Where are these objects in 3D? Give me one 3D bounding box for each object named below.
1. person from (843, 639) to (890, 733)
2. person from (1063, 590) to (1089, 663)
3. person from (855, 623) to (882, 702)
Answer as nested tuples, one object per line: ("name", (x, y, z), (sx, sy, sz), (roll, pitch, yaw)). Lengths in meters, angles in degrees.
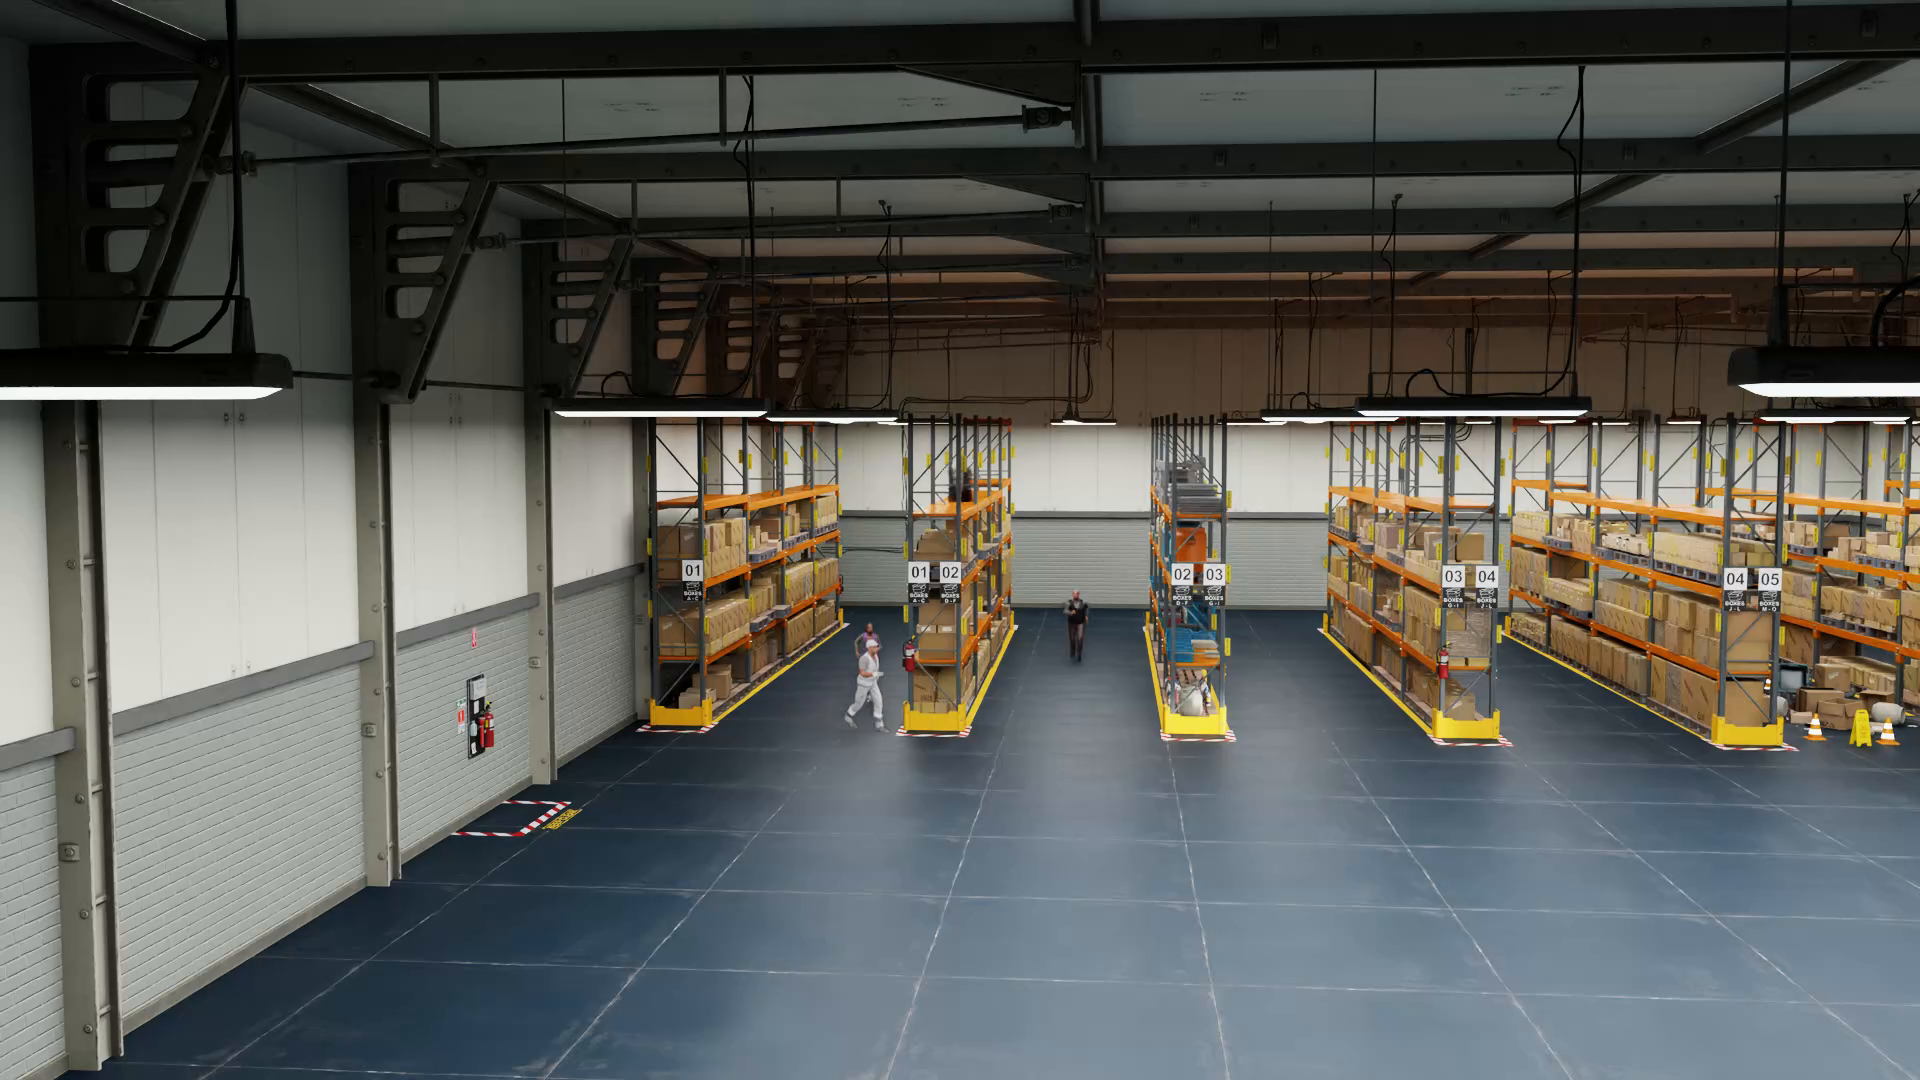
("person", (-1.756, 2.725, 31.184), (1.021, 1.763, 0.696), (3, 5, 36))
("person", (2.858, 2.101, 40.938), (0.635, 1.776, 0.866), (0, 4, 3))
("person", (-1.940, 2.552, 35.208), (0.571, 1.620, 0.869), (-1, 4, -8))
